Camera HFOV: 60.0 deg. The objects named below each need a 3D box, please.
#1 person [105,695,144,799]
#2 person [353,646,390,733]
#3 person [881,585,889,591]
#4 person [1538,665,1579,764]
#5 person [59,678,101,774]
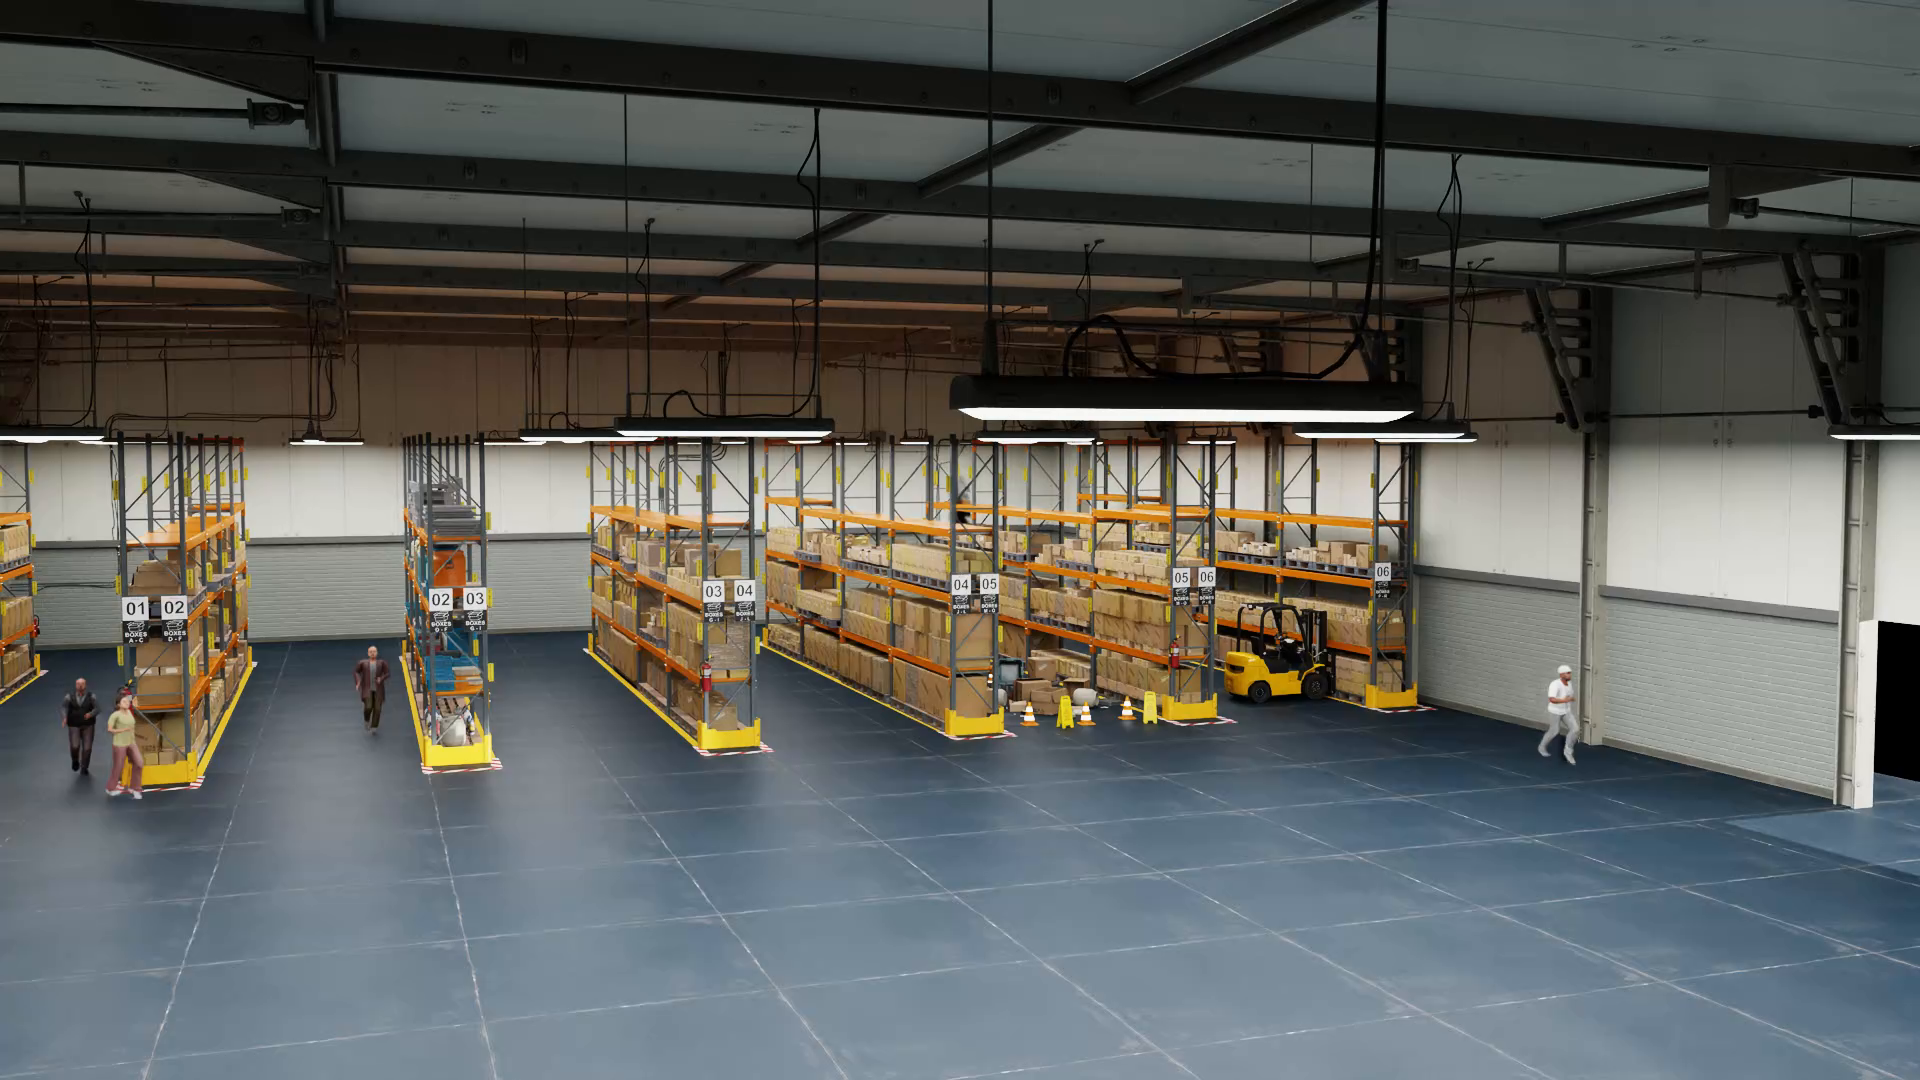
[{"bbox_3d":[-13.654,3.398,27.111,0.648,1.744,0.571,1,3,23],"label":"person"},{"bbox_3d":[-11.734,3.003,33.248,0.676,1.742,0.656,-1,3,-24],"label":"person"},{"bbox_3d":[-1.989,2.104,51.042,1.042,1.692,0.666,0,3,-6],"label":"person"},{"bbox_3d":[10.912,3.168,30.334,0.695,1.802,0.848,-2,4,-33],"label":"person"},{"bbox_3d":[-15.350,3.265,29.030,0.644,1.678,0.591,-2,4,-29],"label":"person"}]
